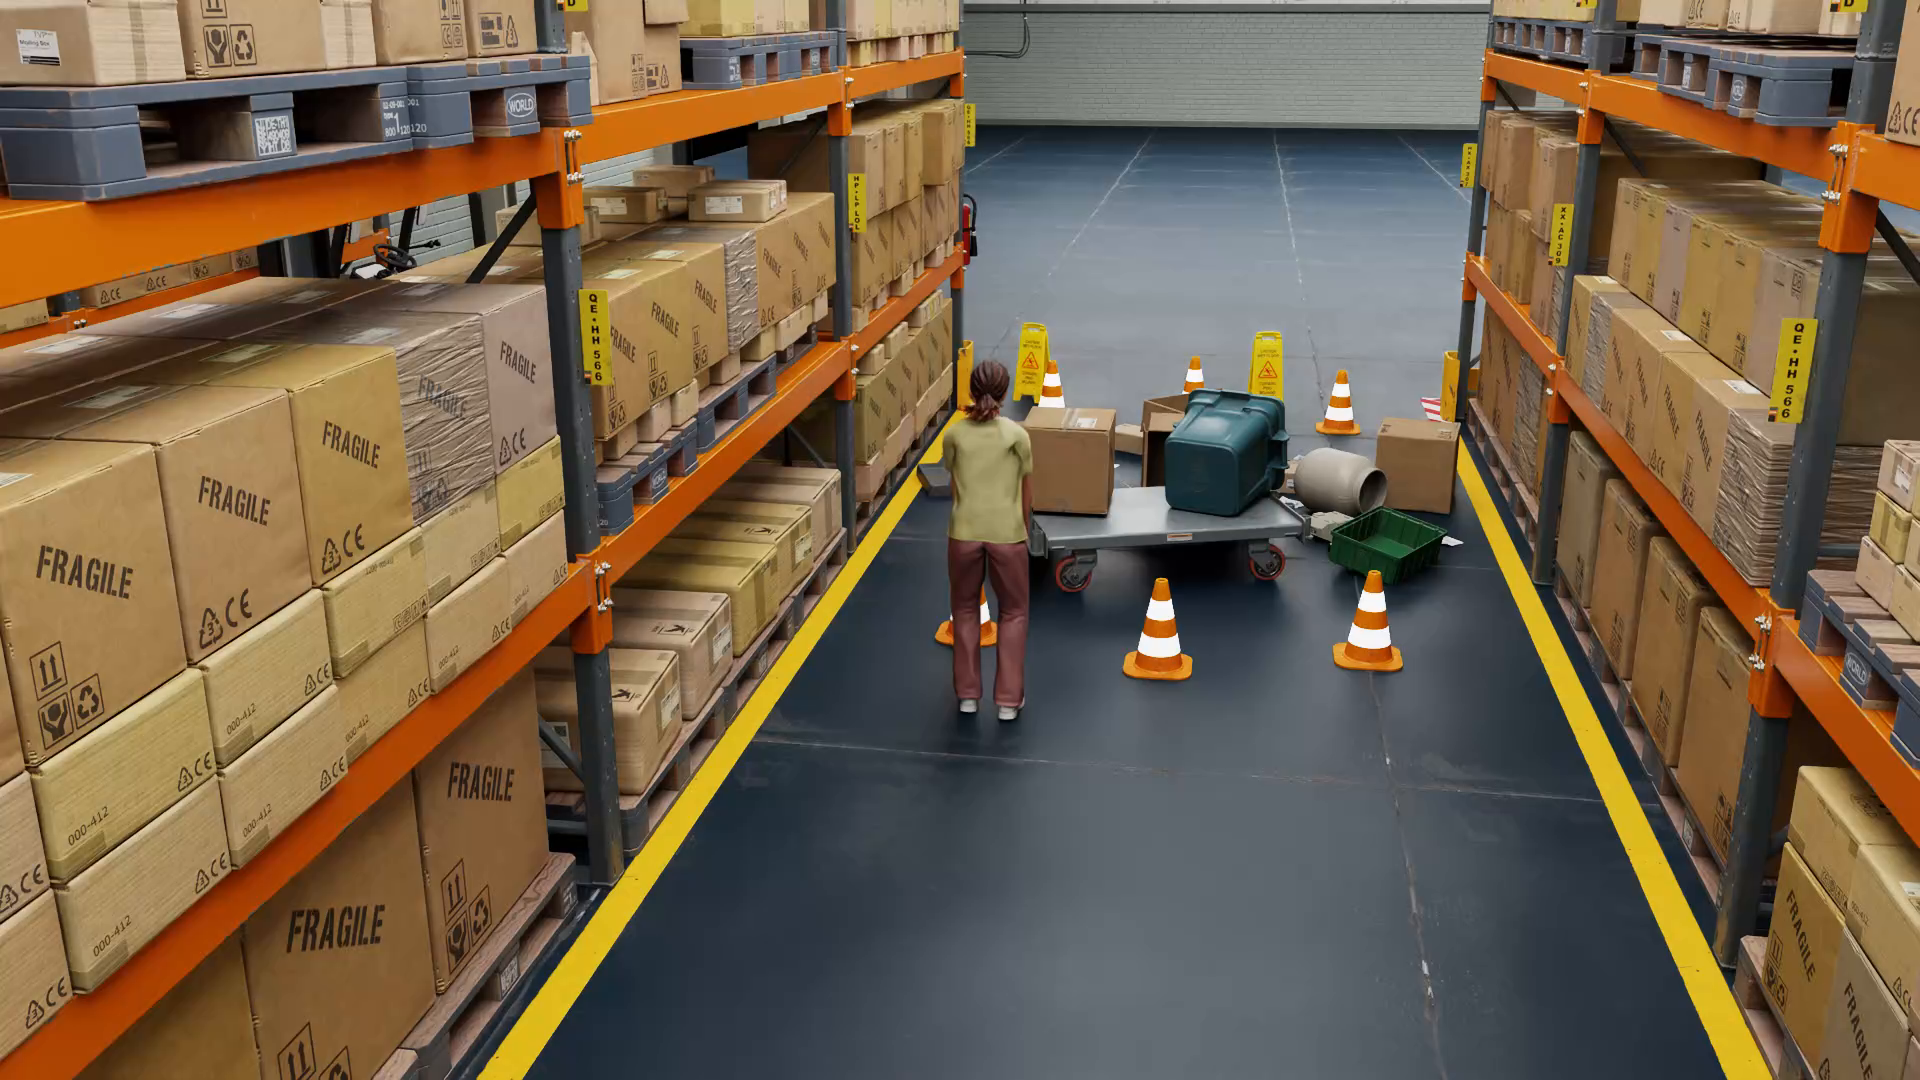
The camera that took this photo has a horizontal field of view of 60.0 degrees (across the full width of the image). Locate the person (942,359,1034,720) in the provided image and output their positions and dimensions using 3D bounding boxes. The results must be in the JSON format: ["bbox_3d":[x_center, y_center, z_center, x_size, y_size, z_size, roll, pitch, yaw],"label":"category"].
[{"bbox_3d":[0.129,-0.014,7.643,0.409,1.654,0.521,3,18,8],"label":"person"}]
